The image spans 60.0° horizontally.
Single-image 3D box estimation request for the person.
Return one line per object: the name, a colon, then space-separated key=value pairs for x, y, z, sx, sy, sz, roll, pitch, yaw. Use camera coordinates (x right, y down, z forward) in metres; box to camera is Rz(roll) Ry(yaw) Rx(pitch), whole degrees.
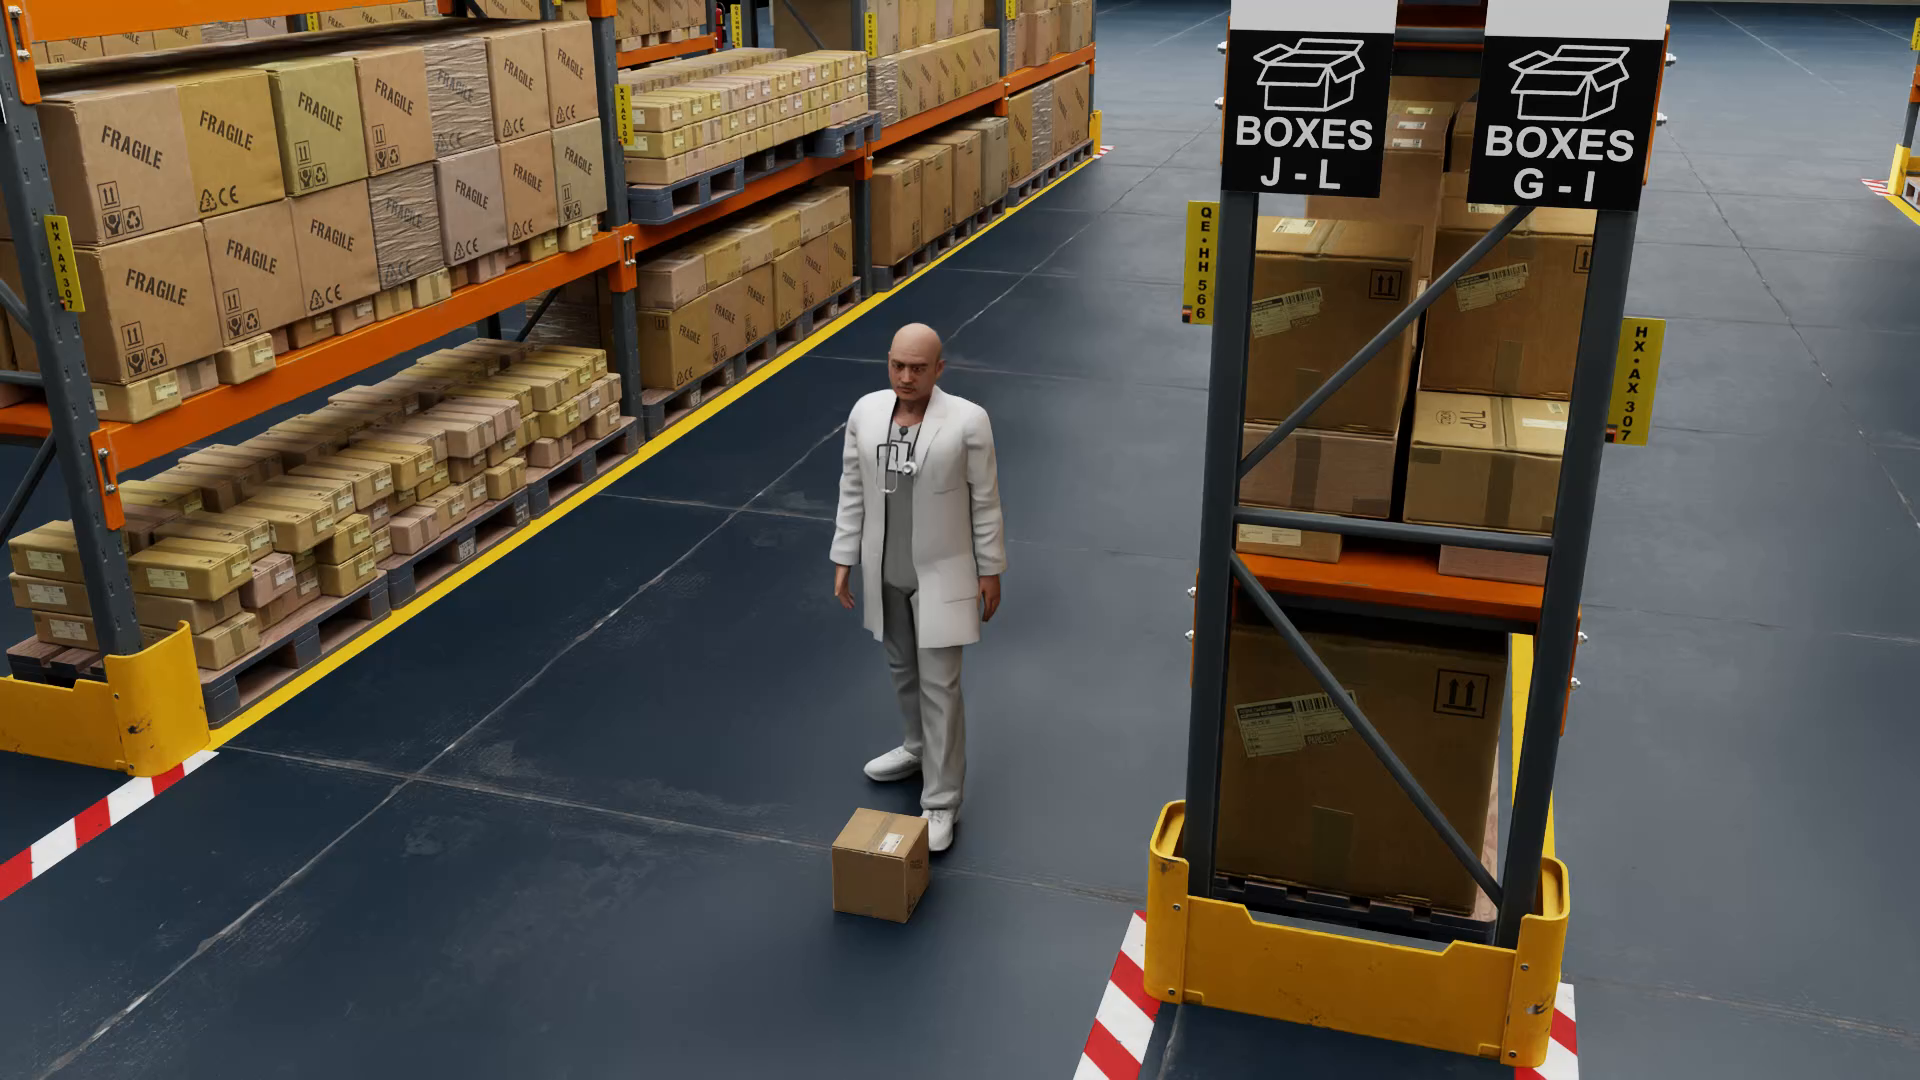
person: x=-0.192 y=0.127 z=5.758 sx=0.617 sy=1.767 sz=0.685 roll=11 pitch=24 yaw=25
